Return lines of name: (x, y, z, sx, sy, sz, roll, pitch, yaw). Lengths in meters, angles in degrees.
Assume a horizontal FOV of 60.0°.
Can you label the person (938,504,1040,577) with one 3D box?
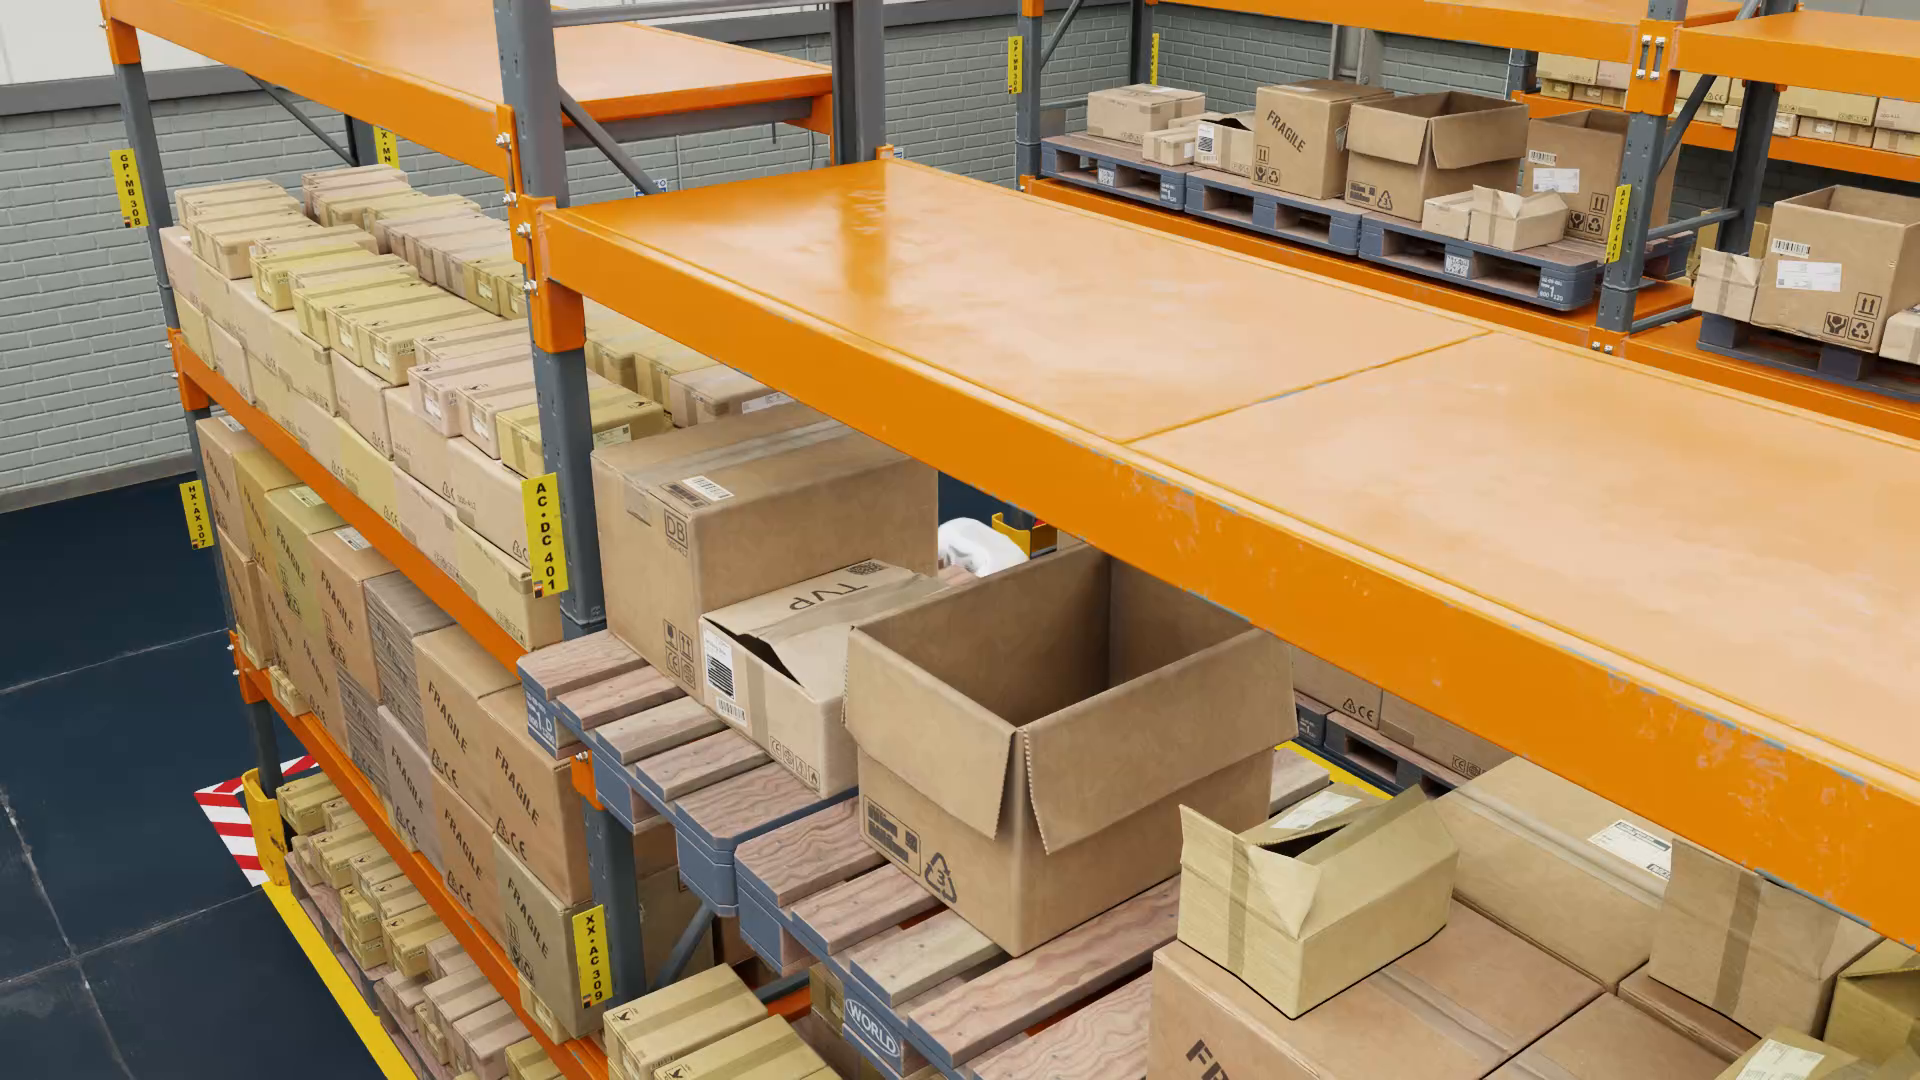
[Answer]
person: (0.206, 0.348, 10.038, 0.985, 1.040, 0.507, 20, 32, 38)
